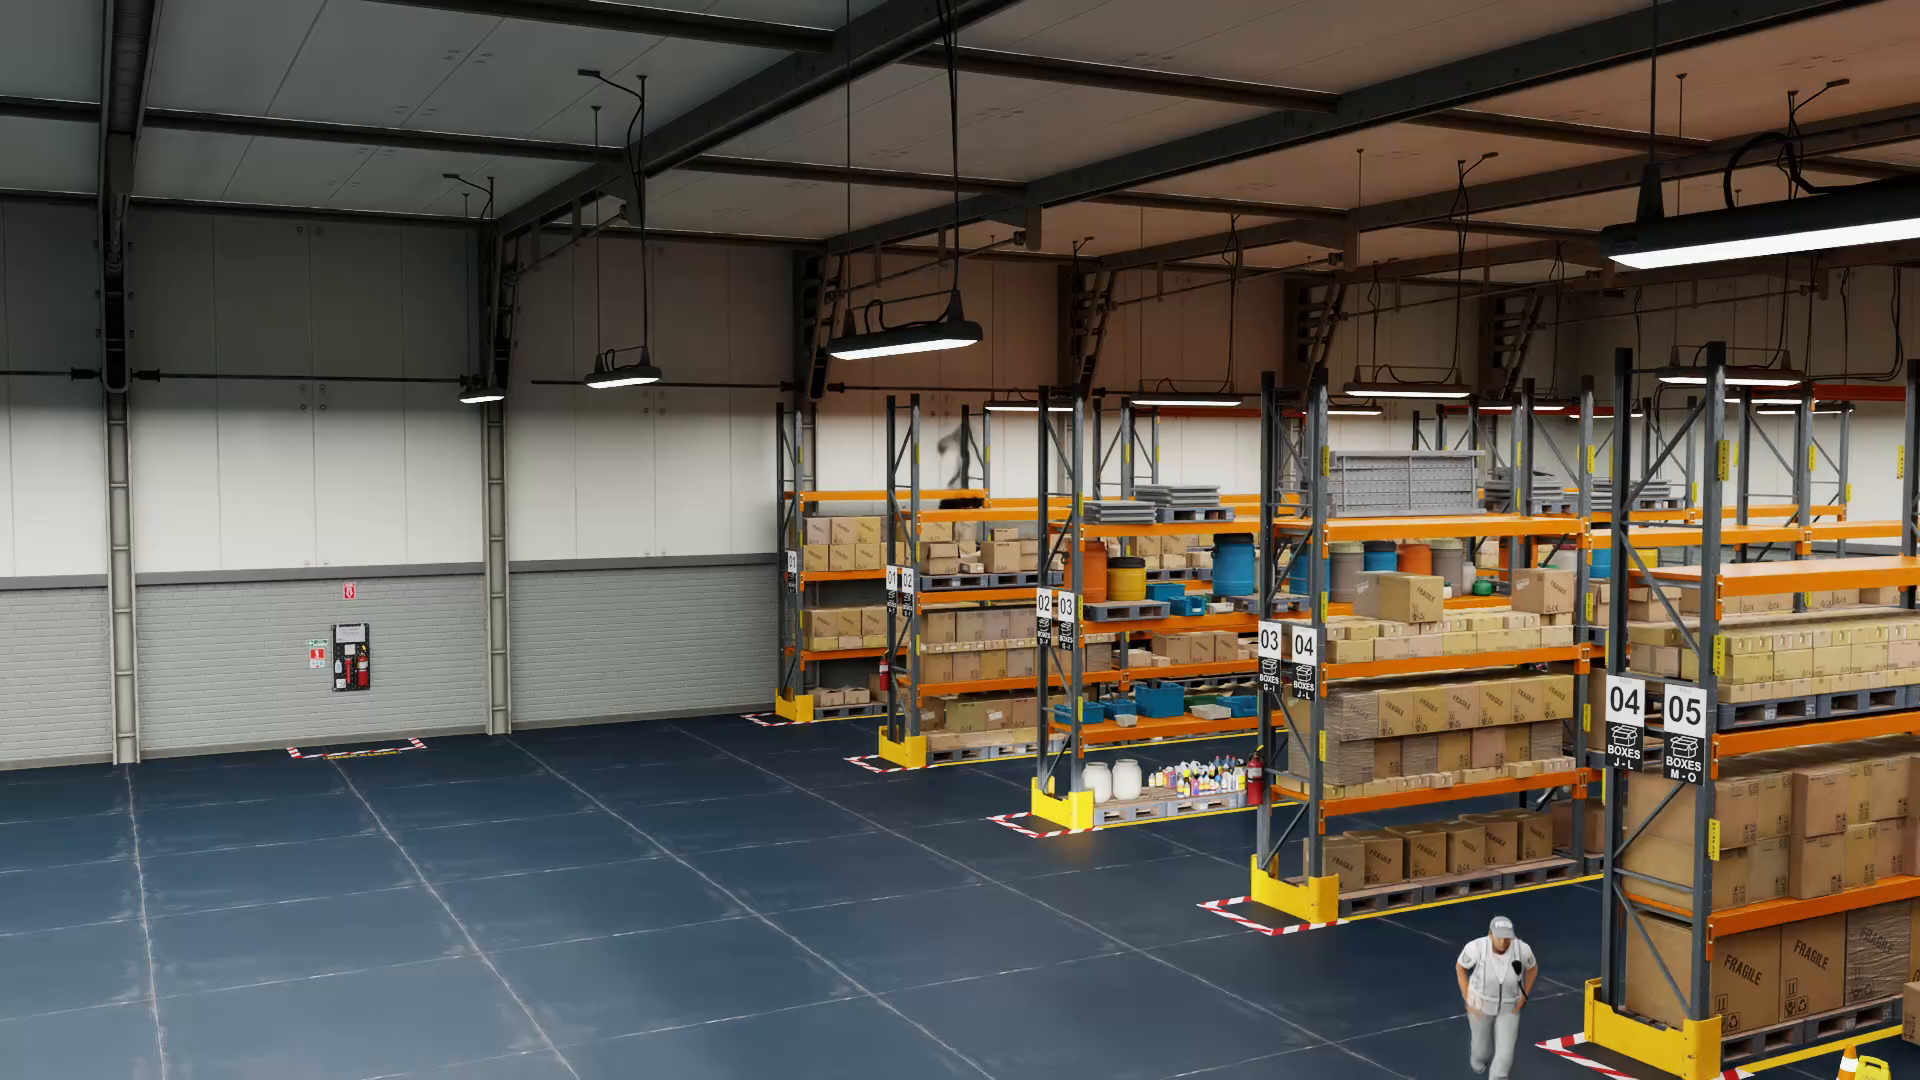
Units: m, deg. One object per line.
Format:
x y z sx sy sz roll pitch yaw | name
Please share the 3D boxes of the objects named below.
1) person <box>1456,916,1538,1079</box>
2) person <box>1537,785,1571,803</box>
4.173 3.660 12.978 0.606 1.621 0.916 0 3 5 | person
8.694 2.931 24.196 0.752 1.762 0.706 -2 4 -31 | person
